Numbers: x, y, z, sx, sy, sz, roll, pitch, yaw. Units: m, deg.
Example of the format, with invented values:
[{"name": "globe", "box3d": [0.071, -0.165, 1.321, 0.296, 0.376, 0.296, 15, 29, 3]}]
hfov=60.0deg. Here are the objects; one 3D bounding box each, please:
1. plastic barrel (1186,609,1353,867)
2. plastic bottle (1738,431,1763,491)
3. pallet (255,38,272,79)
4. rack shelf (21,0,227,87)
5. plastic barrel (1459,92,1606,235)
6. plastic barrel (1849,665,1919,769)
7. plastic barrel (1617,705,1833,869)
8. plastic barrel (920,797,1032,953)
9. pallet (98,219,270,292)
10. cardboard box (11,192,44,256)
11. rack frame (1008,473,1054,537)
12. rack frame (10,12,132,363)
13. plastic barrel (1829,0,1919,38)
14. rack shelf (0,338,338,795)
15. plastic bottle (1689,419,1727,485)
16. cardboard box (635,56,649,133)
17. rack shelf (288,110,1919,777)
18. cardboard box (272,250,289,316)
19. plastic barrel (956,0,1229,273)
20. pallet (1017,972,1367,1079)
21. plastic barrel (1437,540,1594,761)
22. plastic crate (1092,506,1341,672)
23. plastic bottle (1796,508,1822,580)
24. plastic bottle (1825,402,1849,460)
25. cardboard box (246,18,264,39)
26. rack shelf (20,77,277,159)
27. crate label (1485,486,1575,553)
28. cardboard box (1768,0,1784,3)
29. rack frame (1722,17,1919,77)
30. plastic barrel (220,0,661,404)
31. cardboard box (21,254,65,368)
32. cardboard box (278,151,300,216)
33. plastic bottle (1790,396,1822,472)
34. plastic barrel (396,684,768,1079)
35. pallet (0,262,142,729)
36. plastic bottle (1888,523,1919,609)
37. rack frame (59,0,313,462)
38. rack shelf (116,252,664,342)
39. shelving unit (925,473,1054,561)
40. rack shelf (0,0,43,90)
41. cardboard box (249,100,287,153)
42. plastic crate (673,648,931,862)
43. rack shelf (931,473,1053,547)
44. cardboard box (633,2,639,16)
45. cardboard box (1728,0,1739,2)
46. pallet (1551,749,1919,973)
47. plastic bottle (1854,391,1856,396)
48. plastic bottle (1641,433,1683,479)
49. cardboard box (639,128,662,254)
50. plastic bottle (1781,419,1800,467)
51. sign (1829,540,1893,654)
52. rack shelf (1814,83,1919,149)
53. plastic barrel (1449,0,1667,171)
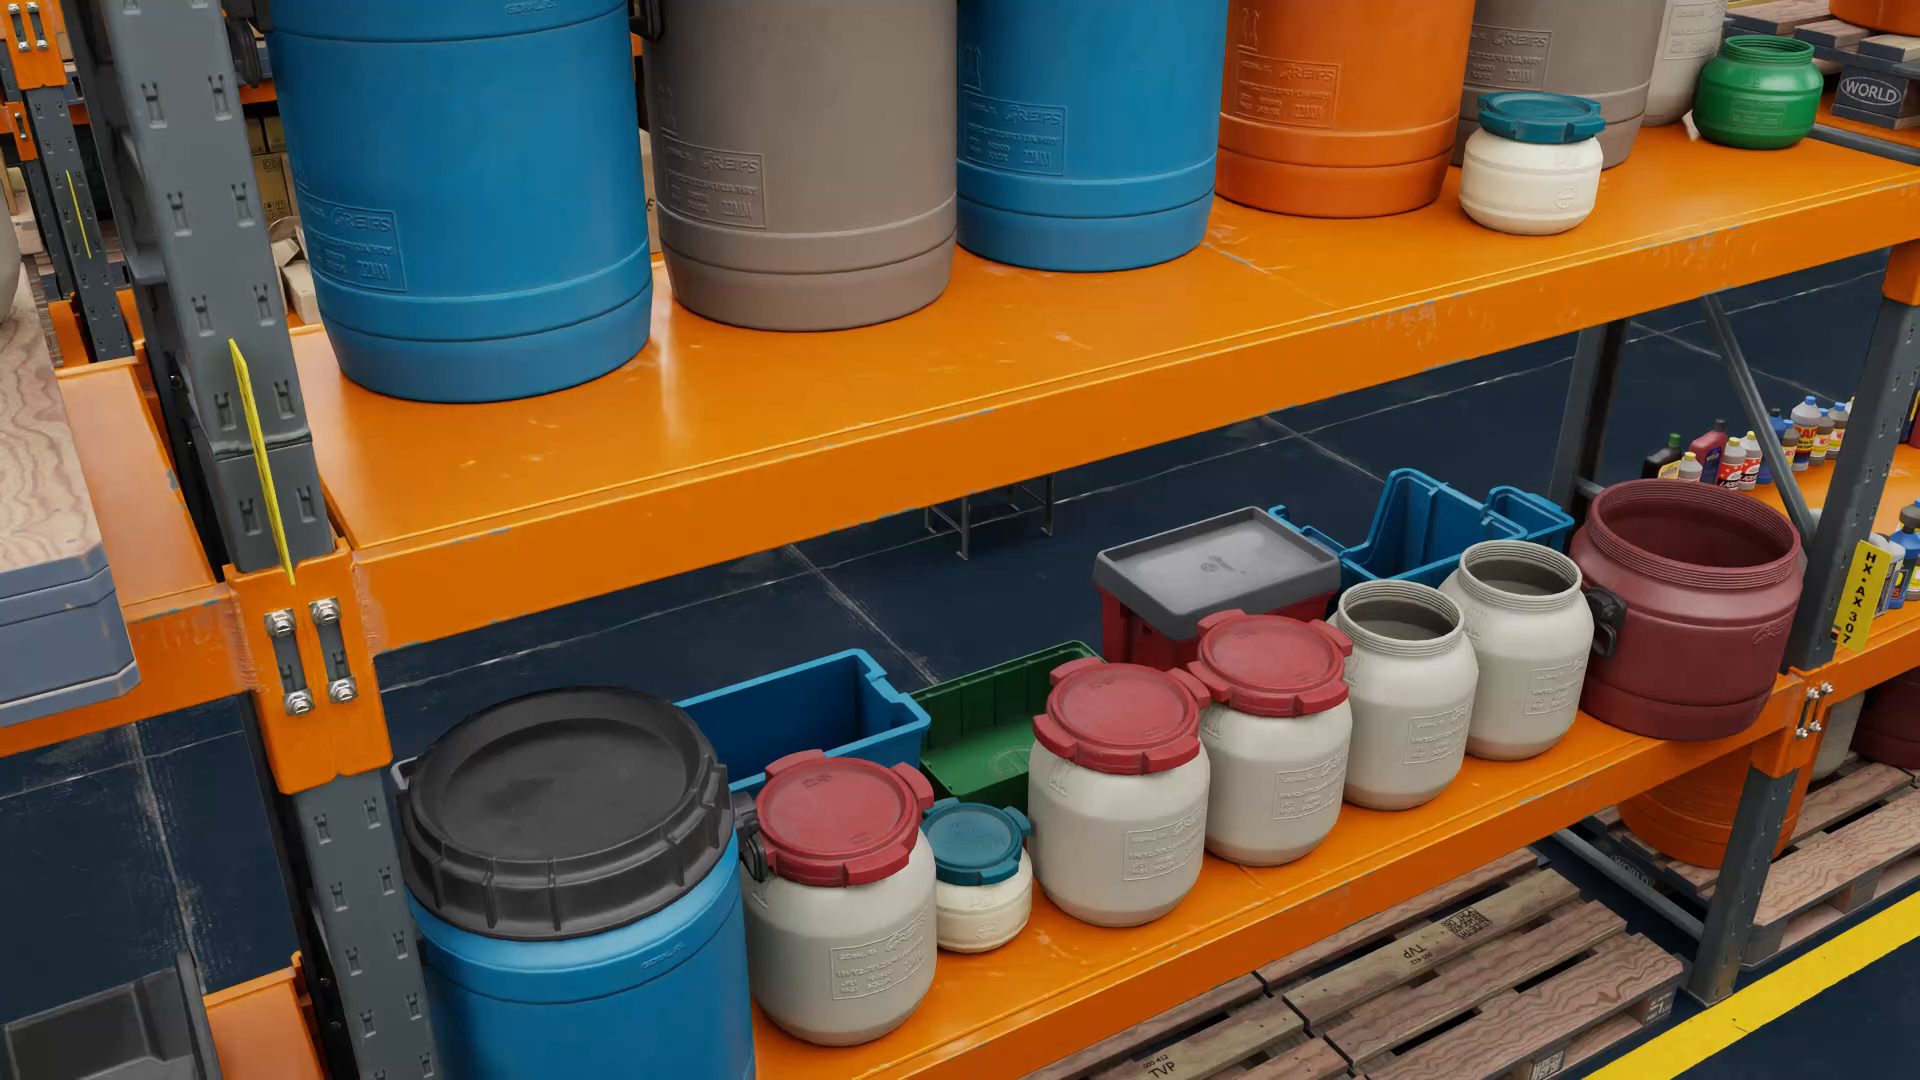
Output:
[{"name": "plastic barrel", "box3d": [0.744, 0.497, 4.104, 0.433, 0.535, 0.433, 0, 29, 0]}, {"name": "plastic bottle", "box3d": [2.775, -0.285, 5.868, 0.097, 0.201, 0.097, 0, 29, 0]}, {"name": "pallet", "box3d": [-4.454, -3.536, 11.751, 1.213, 0.211, 1.003, -16, 33, -26]}, {"name": "rack shelf", "box3d": [-1.980, -2.568, 7.438, 4.000, 0.370, 1.077, -16, 33, -26]}, {"name": "plastic barrel", "box3d": [1.273, -0.839, 3.704, 0.301, 0.262, 0.301, 0, 29, 0]}, {"name": "plastic barrel", "box3d": [3.638, 0.474, 6.347, 0.708, 0.588, 0.600, -16, 33, -26]}, {"name": "plastic barrel", "box3d": [2.664, 0.645, 5.788, 0.708, 0.830, 0.600, -16, 33, -26]}, {"name": "plastic barrel", "box3d": [0.021, 0.785, 3.866, 0.301, 0.262, 0.301, 0, 29, 0]}, {"name": "pallet", "box3d": [-5.546, -2.113, 11.860, 1.213, 0.211, 1.003, -16, 33, -26]}, {"name": "cardboard box", "box3d": [-3.830, -1.252, 6.639, 0.250, 0.149, 0.380, -16, 33, -26]}, {"name": "rack frame", "box3d": [0.353, -1.020, 7.924, 0.015, 2.100, 0.400, -16, 33, -26]}, {"name": "rack frame", "box3d": [-3.704, -1.080, 7.102, 0.127, 3.000, 1.000, -16, 33, -26]}, {"name": "plastic barrel", "box3d": [2.742, -1.817, 4.455, 0.708, 0.830, 0.600, -16, 33, -26]}, {"name": "rack shelf", "box3d": [-2.922, 0.476, 1.923, 4.000, 0.370, 1.077, -16, 33, -26]}, {"name": "plastic bottle", "box3d": [2.583, -0.277, 5.767, 0.133, 0.283, 0.061, -16, 33, -26]}, {"name": "cardboard box", "box3d": [-2.068, -3.489, 13.259, 0.750, 0.750, 0.750, -16, 33, -27]}, {"name": "rack shelf", "box3d": [0.527, -0.503, 3.697, 4.000, 0.370, 1.077, -16, 33, -26]}, {"name": "cardboard box", "box3d": [-3.302, -1.153, 7.389, 0.500, 0.250, 0.500, -14, 32, -23]}, {"name": "plastic barrel", "box3d": [0.259, -1.083, 3.485, 0.708, 0.901, 0.600, -16, 33, -26]}, {"name": "pallet", "box3d": [0.513, 1.697, 4.957, 1.213, 0.211, 1.003, -16, 33, -26]}, {"name": "plastic barrel", "box3d": [1.472, 0.297, 4.491, 0.421, 0.512, 0.421, 0, 29, 0]}, {"name": "plastic crate", "box3d": [0.703, 0.246, 4.634, 0.583, 0.464, 0.402, -16, 33, -26]}, {"name": "plastic bottle", "box3d": [2.711, 0.025, 5.228, 0.135, 0.276, 0.152, -16, 33, -26]}, {"name": "plastic bottle", "box3d": [3.195, -0.404, 6.084, 0.097, 0.201, 0.097, 0, 29, 0]}, {"name": "cardboard box", "box3d": [-4.723, -3.797, 11.467, 0.500, 0.500, 0.700, -11, 31, -20]}, {"name": "rack shelf", "box3d": [-4.492, -3.317, 11.900, 4.000, 0.370, 1.077, -16, 33, -26]}, {"name": "crate label", "box3d": [1.698, 0.026, 5.272, 0.416, 0.233, 0.303, -16, 33, -26]}, {"name": "cardboard box", "box3d": [5.515, -3.590, 11.546, 0.500, 0.500, 0.500, -16, 32, -26]}, {"name": "rack frame", "box3d": [2.251, -2.621, 3.686, 0.127, 3.000, 1.000, -16, 33, -26]}, {"name": "plastic barrel", "box3d": [-0.869, -0.763, 2.905, 0.708, 0.901, 0.600, -16, 33, -26]}, {"name": "cardboard box", "box3d": [-4.083, -1.012, 6.876, 0.500, 0.500, 0.700, -17, 33, -28]}, {"name": "cardboard box", "box3d": [-4.710, -2.683, 12.139, 0.500, 0.500, 0.700, -15, 32, -26]}, {"name": "plastic bottle", "box3d": [3.027, -0.387, 5.980, 0.097, 0.271, 0.097, 0, 29, 0]}, {"name": "plastic barrel", "box3d": [-0.711, 0.797, 3.183, 0.708, 0.901, 0.600, -16, 33, -26]}, {"name": "pallet", "box3d": [-1.770, -0.029, 2.288, 1.003, 0.211, 1.213, -16, 33, -26]}, {"name": "plastic bottle", "box3d": [2.902, 0.074, 5.145, 0.097, 0.271, 0.097, 0, 29, 0]}, {"name": "rack frame", "box3d": [-1.198, -1.642, 1.912, 0.127, 3.000, 1.000, -16, 33, -26]}, {"name": "rack shelf", "box3d": [-1.980, -1.254, 8.163, 4.000, 0.370, 1.077, -16, 33, -26]}, {"name": "shelving unit", "box3d": [0.143, -0.960, 7.816, 0.503, 2.100, 0.431, -16, 33, -26]}, {"name": "rack shelf", "box3d": [-5.428, -1.588, 5.664, 4.000, 0.370, 1.077, -16, 33, -26]}, {"name": "cardboard box", "box3d": [-4.766, -2.994, 11.927, 0.500, 0.250, 0.500, -17, 33, -28]}, {"name": "plastic crate", "box3d": [-0.404, 0.592, 4.089, 0.575, 0.384, 0.392, -16, 33, -26]}, {"name": "rack shelf", "box3d": [0.143, -0.335, 8.161, 0.480, 0.518, 0.431, -16, 33, -26]}, {"name": "cardboard box", "box3d": [-2.367, -4.004, 12.641, 0.250, 0.149, 0.380, -16, 33, -27]}, {"name": "cardboard box", "box3d": [5.075, -3.897, 11.068, 0.500, 0.500, 0.500, -15, 32, -25]}, {"name": "pallet", "box3d": [2.910, 1.016, 6.190, 1.213, 0.211, 1.003, -16, 33, -26]}, {"name": "plastic bottle", "box3d": [3.369, -0.500, 6.172, 0.133, 0.283, 0.061, -16, 33, -26]}, {"name": "plastic bottle", "box3d": [2.384, -0.220, 5.665, 0.133, 0.283, 0.061, -16, 33, -26]}, {"name": "cardboard box", "box3d": [-1.694, -1.685, 8.095, 0.500, 0.500, 0.500, -18, 34, -29]}, {"name": "plastic bottle", "box3d": [2.943, -0.333, 5.954, 0.097, 0.201, 0.097, 0, 29, 0]}, {"name": "sign", "box3d": [2.536, 0.162, 4.684, 0.005, 0.325, 0.100, -16, 33, -26]}, {"name": "rack shelf", "box3d": [3.975, -1.482, 5.472, 4.000, 0.370, 1.077, -16, 33, -26]}, {"name": "plastic barrel", "box3d": [1.433, -1.417, 4.089, 0.600, 0.901, 0.600, 0, 29, 0]}]
